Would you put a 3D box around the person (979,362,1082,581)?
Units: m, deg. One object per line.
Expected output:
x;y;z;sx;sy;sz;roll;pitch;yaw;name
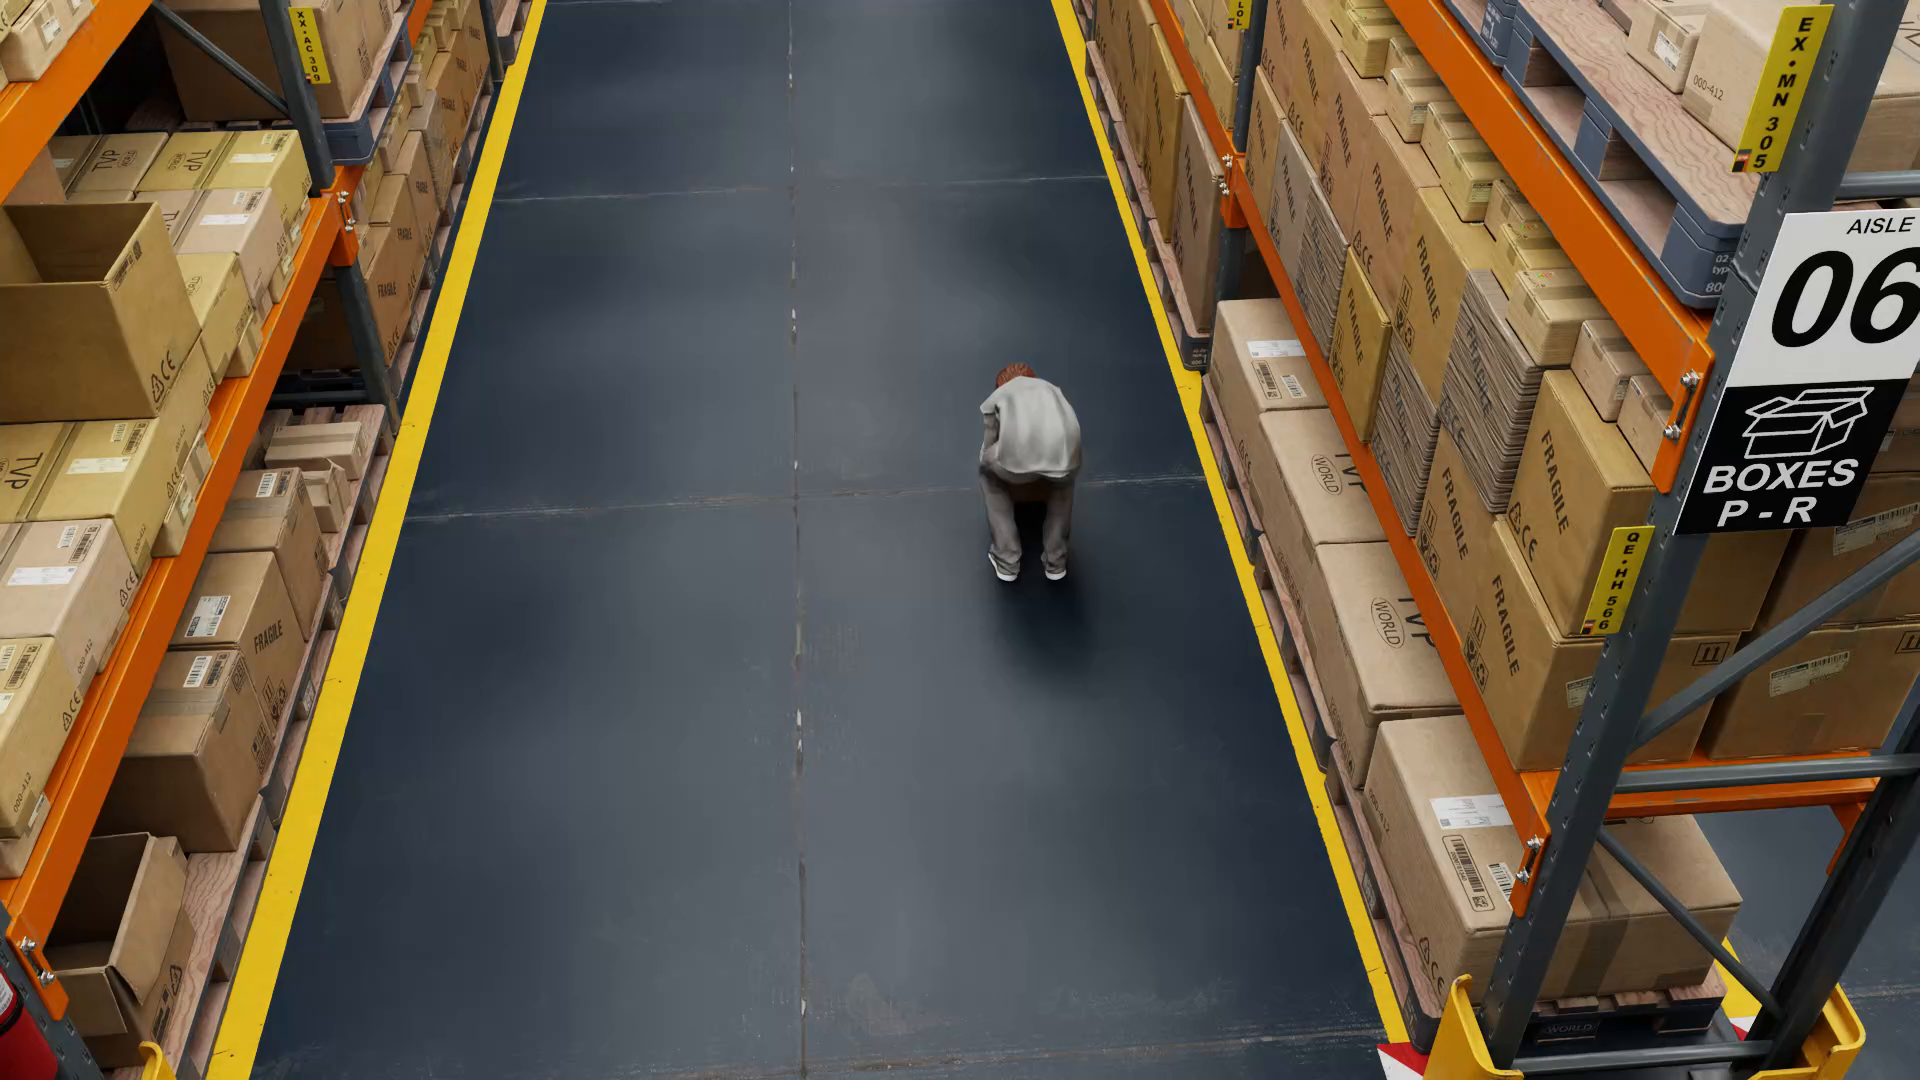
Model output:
0.285;-0.333;7.112;0.421;0.898;0.855;-4;40;-5;person
